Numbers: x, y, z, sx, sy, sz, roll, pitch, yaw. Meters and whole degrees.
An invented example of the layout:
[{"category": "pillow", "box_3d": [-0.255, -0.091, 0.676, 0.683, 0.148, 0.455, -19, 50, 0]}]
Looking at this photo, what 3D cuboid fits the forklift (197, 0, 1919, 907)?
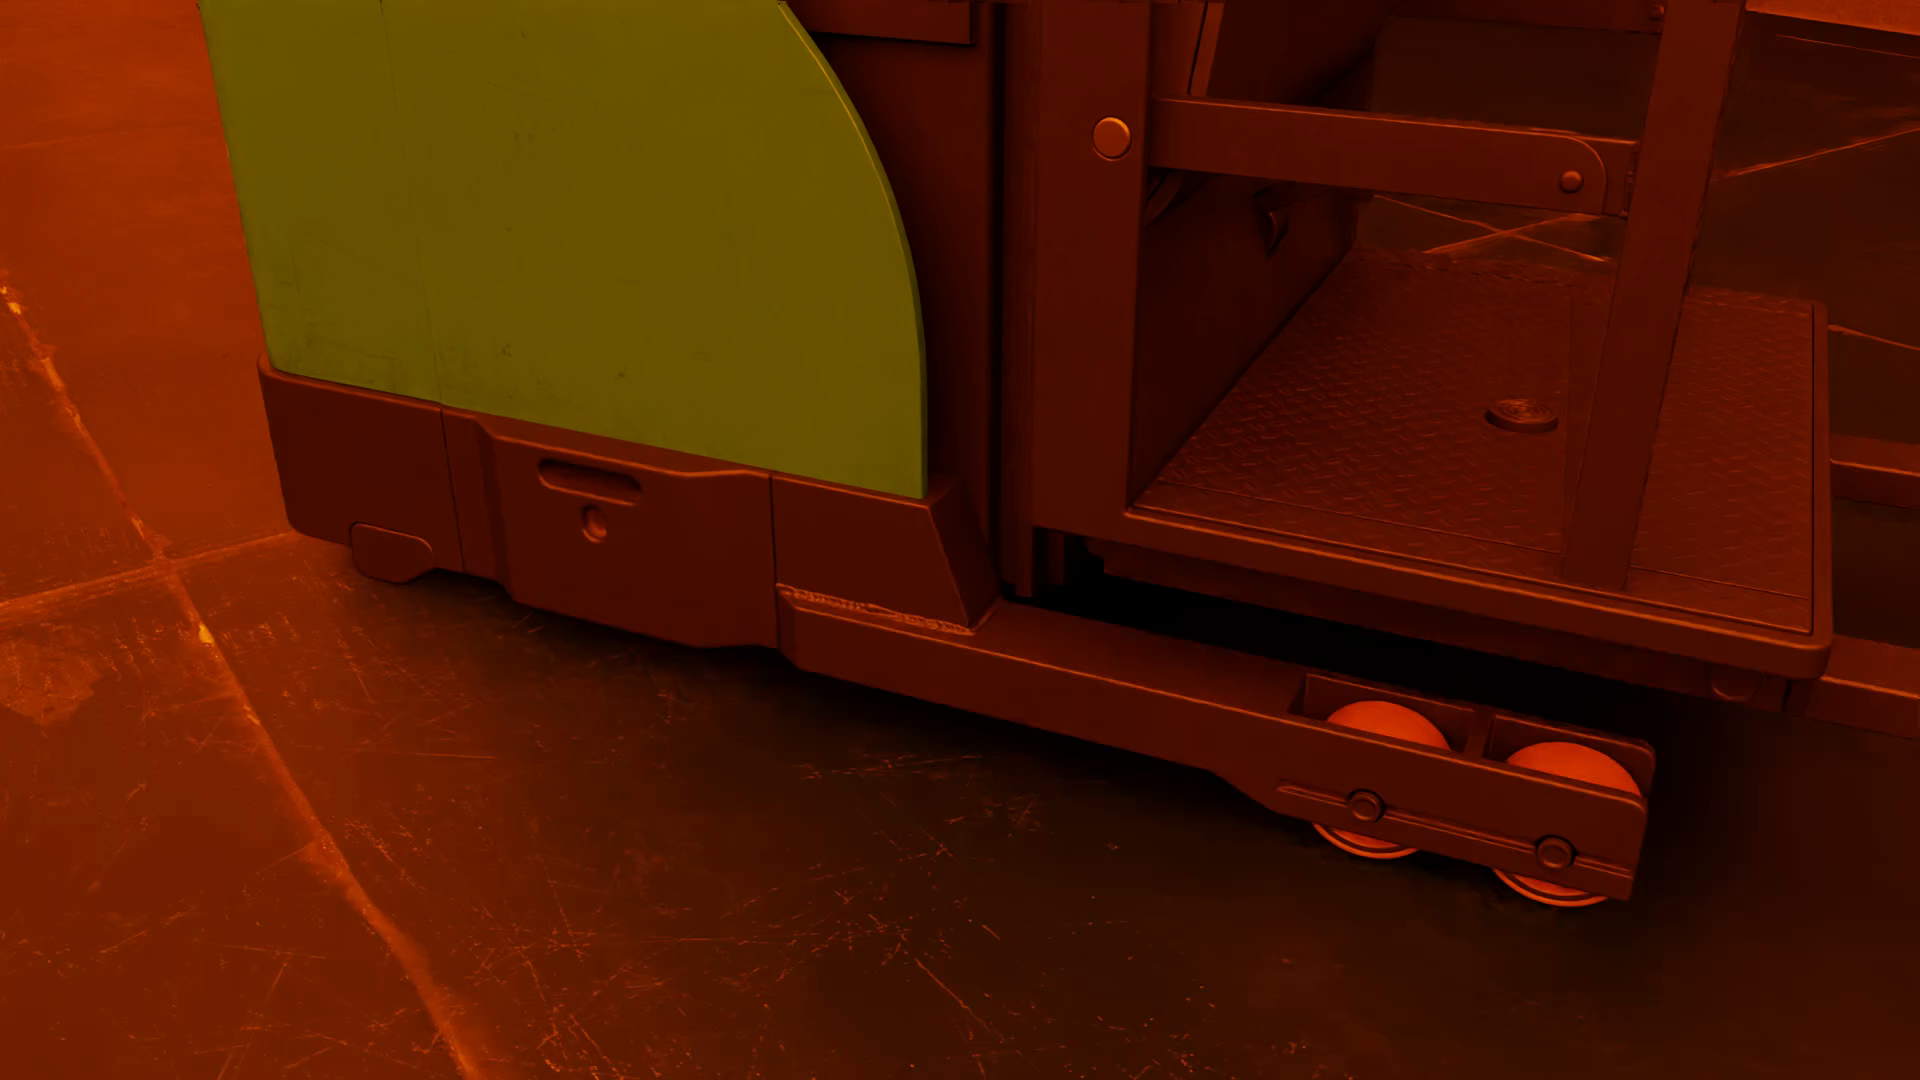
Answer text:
[{"category": "forklift", "box_3d": [0.582, -1.200, 1.623, 3.031, 2.935, 1.130, 12, 29, 22]}]
